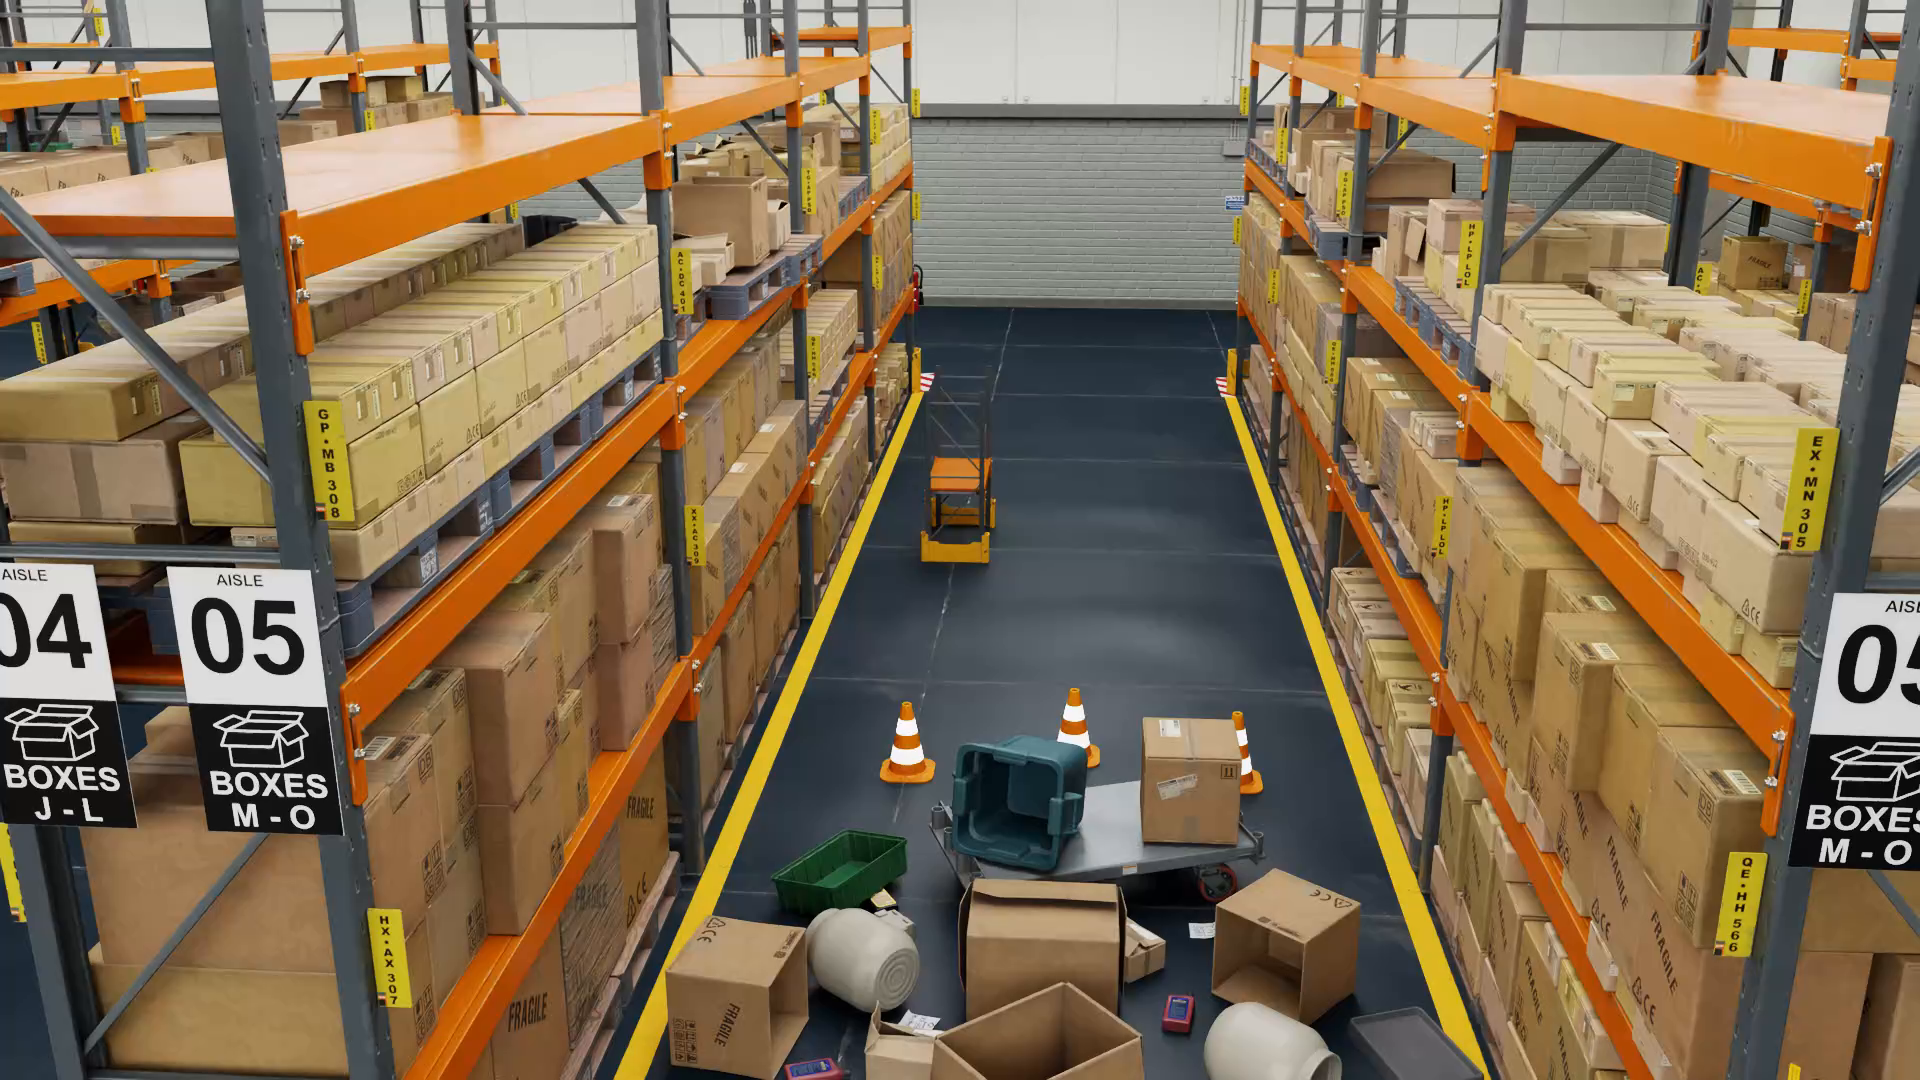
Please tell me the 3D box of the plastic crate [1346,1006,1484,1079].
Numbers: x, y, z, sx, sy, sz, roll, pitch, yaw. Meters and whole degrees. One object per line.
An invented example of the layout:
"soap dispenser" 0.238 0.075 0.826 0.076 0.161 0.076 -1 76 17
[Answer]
"plastic crate" 2.083 2.351 7.620 0.402 0.080 0.583 -5 19 -15

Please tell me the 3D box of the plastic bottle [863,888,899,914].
"plastic bottle" -0.446 1.931 8.932 0.133 0.061 0.283 -9 20 -25

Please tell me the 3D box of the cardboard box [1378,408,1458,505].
"cardboard box" 2.931 -0.520 10.379 0.500 0.500 0.500 1 18 2

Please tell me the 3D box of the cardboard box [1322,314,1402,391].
"cardboard box" 3.076 -1.437 12.726 0.500 0.500 0.500 1 18 2

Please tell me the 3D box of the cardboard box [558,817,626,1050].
"cardboard box" -2.107 1.699 7.659 0.875 0.875 0.875 1 18 4

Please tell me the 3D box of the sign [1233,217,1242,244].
"sign" 3.320 -3.696 19.868 0.100 0.325 0.005 1 18 4

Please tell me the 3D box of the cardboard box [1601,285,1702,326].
"cardboard box" 3.208 -1.088 7.730 0.380 0.149 0.250 2 18 5

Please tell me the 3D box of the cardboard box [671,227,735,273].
"cardboard box" -1.586 -1.770 10.071 0.396 0.266 0.258 1 18 4

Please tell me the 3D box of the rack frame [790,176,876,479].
"rack frame" -1.358 -2.070 16.422 1.000 3.000 0.127 1 18 4

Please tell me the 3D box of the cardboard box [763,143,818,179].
"cardboard box" -1.304 -2.944 12.882 0.396 0.266 0.258 1 18 4

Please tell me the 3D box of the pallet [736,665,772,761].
"pallet" -1.867 1.119 11.169 1.003 0.211 1.213 1 18 4

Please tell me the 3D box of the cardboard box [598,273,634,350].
"cardboard box" -1.747 -1.012 7.305 0.500 0.250 0.500 1 18 4

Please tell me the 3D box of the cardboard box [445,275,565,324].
"cardboard box" -1.748 -0.925 6.398 0.380 0.149 0.250 2 18 5

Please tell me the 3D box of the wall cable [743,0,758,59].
"wall cable" -2.168 -9.513 24.337 2.277 5.999 0.120 1 18 4

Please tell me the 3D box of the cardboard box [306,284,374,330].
"cardboard box" -2.423 -0.861 6.203 0.380 0.149 0.250 1 18 4

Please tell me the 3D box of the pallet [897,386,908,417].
"pallet" -1.170 -1.712 19.808 1.003 0.211 1.213 1 18 4

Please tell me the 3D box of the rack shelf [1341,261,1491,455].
"rack shelf" 3.156 -1.211 10.138 1.077 0.370 4.000 1 18 4

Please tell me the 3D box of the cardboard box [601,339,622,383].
"cardboard box" -1.692 -0.780 7.237 0.380 0.149 0.250 1 18 4

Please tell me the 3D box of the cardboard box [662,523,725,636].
"cardboard box" -1.625 0.210 9.304 0.500 0.500 0.500 1 18 5

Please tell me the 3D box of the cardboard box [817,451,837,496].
"cardboard box" -1.318 -0.562 13.955 0.500 0.250 0.500 1 18 3

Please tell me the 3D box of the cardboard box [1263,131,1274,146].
"cardboard box" 3.566 -4.453 18.447 0.380 0.149 0.250 2 18 6

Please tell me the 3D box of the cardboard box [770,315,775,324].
"cardboard box" -1.900 -2.077 15.217 0.380 0.149 0.250 1 18 3

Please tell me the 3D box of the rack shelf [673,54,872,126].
"rack shelf" -1.501 -3.767 13.766 1.077 0.370 4.000 1 18 4

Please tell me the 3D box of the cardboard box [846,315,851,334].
"cardboard box" -1.228 -2.004 15.474 0.380 0.149 0.250 2 18 6

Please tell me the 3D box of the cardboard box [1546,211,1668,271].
"cardboard box" 3.480 -1.625 9.011 0.500 0.250 0.500 1 18 3

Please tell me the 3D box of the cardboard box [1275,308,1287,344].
"cardboard box" 3.274 -2.026 15.728 0.500 0.250 0.500 1 18 2

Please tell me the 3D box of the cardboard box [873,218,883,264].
"cardboard box" -1.061 -3.030 17.108 0.500 0.500 0.500 1 18 2

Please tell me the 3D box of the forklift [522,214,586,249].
"forklift" -3.605 -1.104 13.586 3.031 2.935 1.130 -14 23 -37

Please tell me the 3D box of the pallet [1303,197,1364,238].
"pallet" 3.370 -2.632 13.626 1.003 0.211 1.213 2 18 6

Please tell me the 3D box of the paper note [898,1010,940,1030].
"paper note" -0.204 2.292 7.891 0.172 0.023 0.155 8 20 23

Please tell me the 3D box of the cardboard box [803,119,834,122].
"cardboard box" -1.487 -4.192 16.880 0.380 0.149 0.250 2 18 6

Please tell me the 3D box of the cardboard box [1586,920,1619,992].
"cardboard box" 2.475 1.494 5.950 0.380 0.149 0.250 2 18 5

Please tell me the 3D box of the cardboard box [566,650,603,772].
"cardboard box" -2.119 0.795 7.439 0.875 0.550 0.550 1 18 4

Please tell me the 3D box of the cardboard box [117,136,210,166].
"cardboard box" -6.639 -3.103 13.923 0.500 0.500 0.500 2 18 7

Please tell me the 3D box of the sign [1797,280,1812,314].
"sign" 7.996 -2.302 15.741 0.100 0.325 0.005 1 18 4

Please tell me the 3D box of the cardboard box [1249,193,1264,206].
"cardboard box" 3.572 -3.960 19.382 0.380 0.149 0.250 2 18 5

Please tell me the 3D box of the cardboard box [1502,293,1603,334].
"cardboard box" 2.675 -1.019 7.521 0.380 0.149 0.250 2 18 6

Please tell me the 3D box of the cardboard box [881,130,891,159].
"cardboard box" -0.994 -4.116 17.288 0.500 0.250 0.500 2 18 5

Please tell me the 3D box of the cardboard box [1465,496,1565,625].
"cardboard box" 2.707 0.120 7.495 0.700 0.500 0.500 1 18 4

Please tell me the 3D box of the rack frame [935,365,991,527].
"rack frame" 0.030 -0.844 15.090 0.500 1.500 0.032 1 18 4

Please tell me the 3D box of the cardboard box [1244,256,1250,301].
"cardboard box" 3.544 -2.980 19.040 0.500 0.500 0.500 1 18 3

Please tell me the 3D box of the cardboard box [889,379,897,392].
"cardboard box" -0.921 -1.726 18.800 0.380 0.149 0.250 2 18 7

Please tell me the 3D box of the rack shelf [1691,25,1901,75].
"rack shelf" 8.681 -5.009 16.920 1.077 0.370 4.000 1 18 4

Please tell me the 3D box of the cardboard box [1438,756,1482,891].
"cardboard box" 2.701 1.422 8.303 0.500 0.500 0.500 2 18 7

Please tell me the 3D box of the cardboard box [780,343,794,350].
"cardboard box" -1.380 -1.489 13.424 0.380 0.149 0.250 1 18 4

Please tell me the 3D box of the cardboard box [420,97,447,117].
"cardboard box" -6.144 -4.678 18.568 0.700 0.500 0.500 0 18 0

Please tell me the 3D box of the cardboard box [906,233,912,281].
"cardboard box" -0.847 -3.356 19.708 0.500 0.500 0.500 2 18 5

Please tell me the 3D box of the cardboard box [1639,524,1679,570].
"cardboard box" 2.566 -0.002 5.698 0.380 0.149 0.250 1 18 3

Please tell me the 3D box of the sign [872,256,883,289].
"sign" -0.804 -2.609 16.207 0.100 0.325 0.005 1 18 4

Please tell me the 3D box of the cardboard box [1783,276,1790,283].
"cardboard box" 8.978 -2.731 18.203 0.500 0.250 0.500 2 18 6

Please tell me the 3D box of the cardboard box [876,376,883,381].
"cardboard box" -1.046 -1.709 18.269 0.380 0.149 0.250 1 18 2

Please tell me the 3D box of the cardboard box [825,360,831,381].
"cardboard box" -1.318 -1.454 14.272 0.380 0.149 0.250 2 18 5

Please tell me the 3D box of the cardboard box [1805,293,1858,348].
"cardboard box" 8.280 -1.983 15.322 0.700 0.500 0.500 2 18 5

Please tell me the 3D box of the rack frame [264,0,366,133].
"rack frame" -6.298 -5.063 15.922 1.000 3.000 0.127 1 18 4

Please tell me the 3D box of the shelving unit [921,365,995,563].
"shelving unit" -0.005 -0.689 14.617 0.587 1.500 1.083 1 18 4

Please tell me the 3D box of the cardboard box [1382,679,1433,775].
"cardboard box" 3.096 1.157 10.121 0.950 0.372 0.625 2 18 7

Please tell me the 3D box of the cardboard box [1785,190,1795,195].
"cardboard box" 8.317 -3.464 16.265 0.380 0.149 0.250 2 18 6
